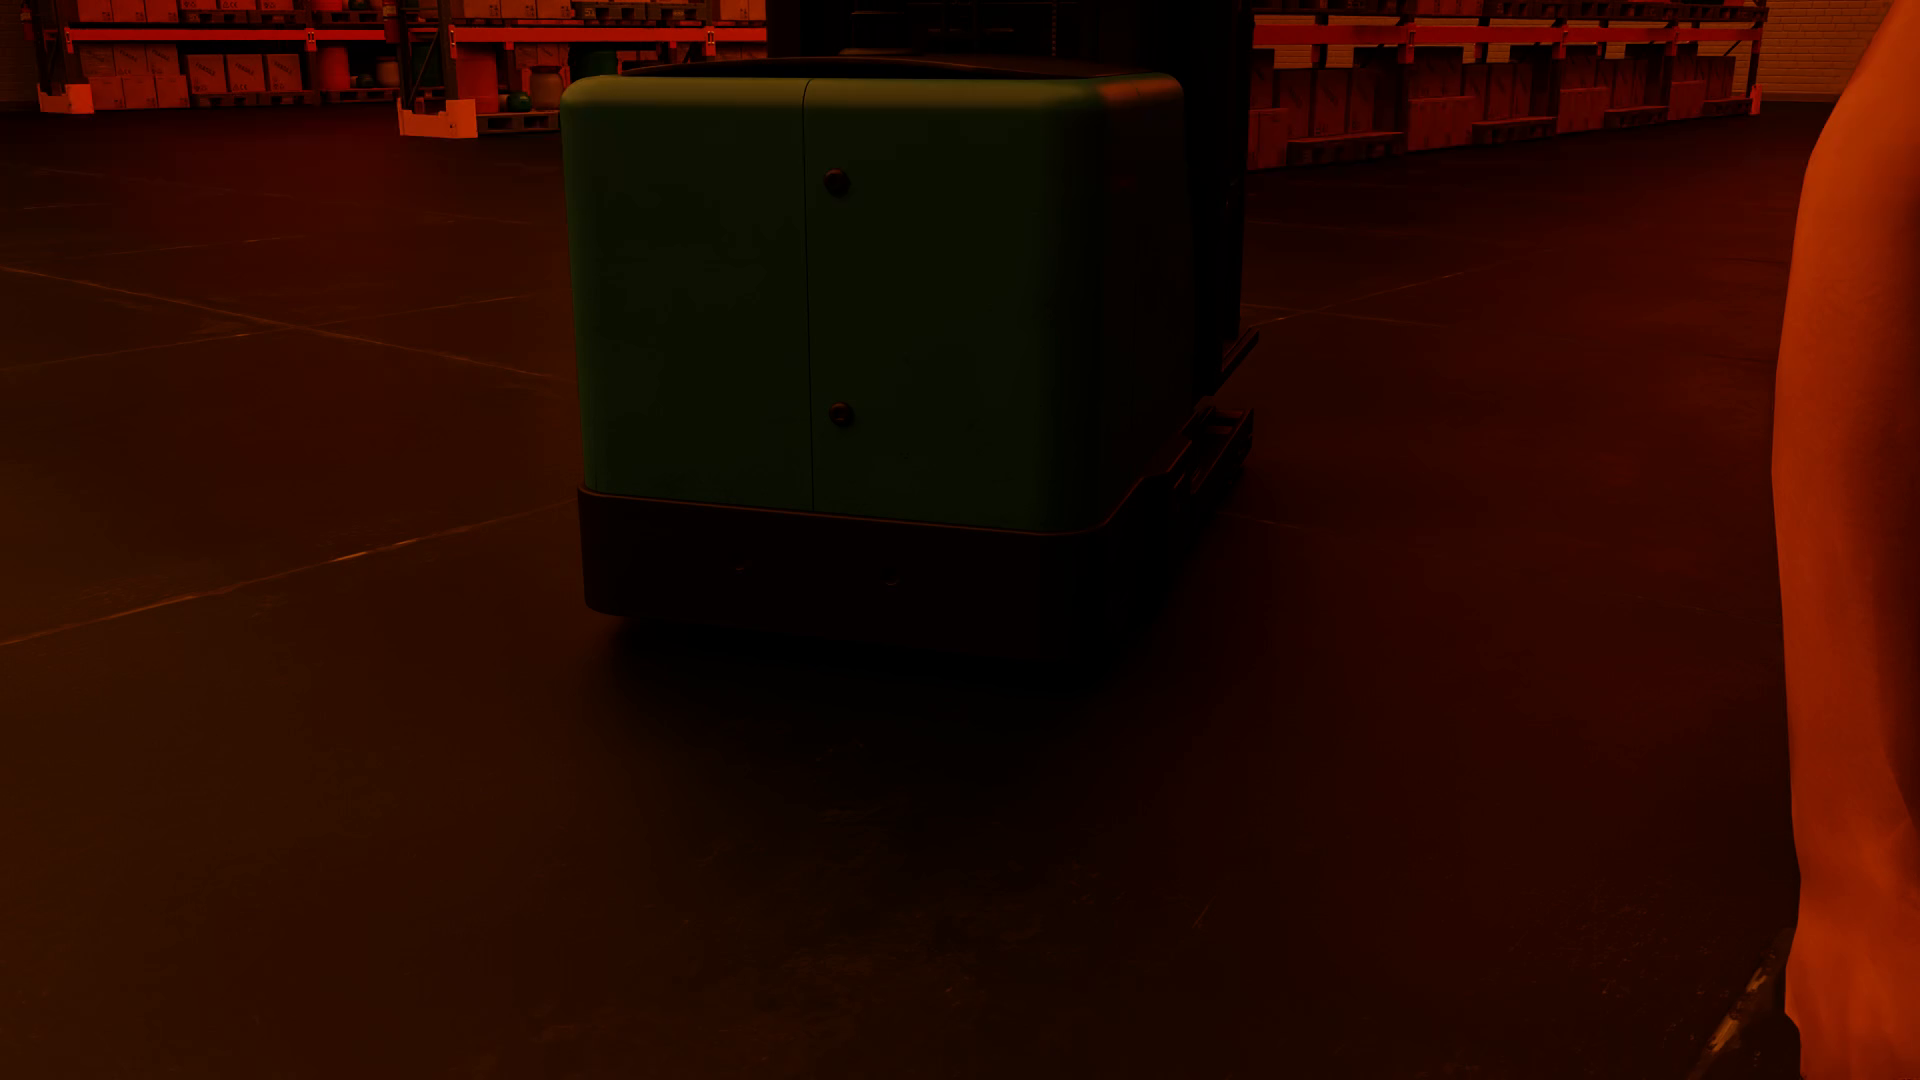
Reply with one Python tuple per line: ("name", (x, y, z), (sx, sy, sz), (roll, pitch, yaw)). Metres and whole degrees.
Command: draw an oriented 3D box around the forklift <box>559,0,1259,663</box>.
("forklift", (0.182, -1.571, 4.072), (1.130, 2.935, 3.031), (5, 18, 17))
